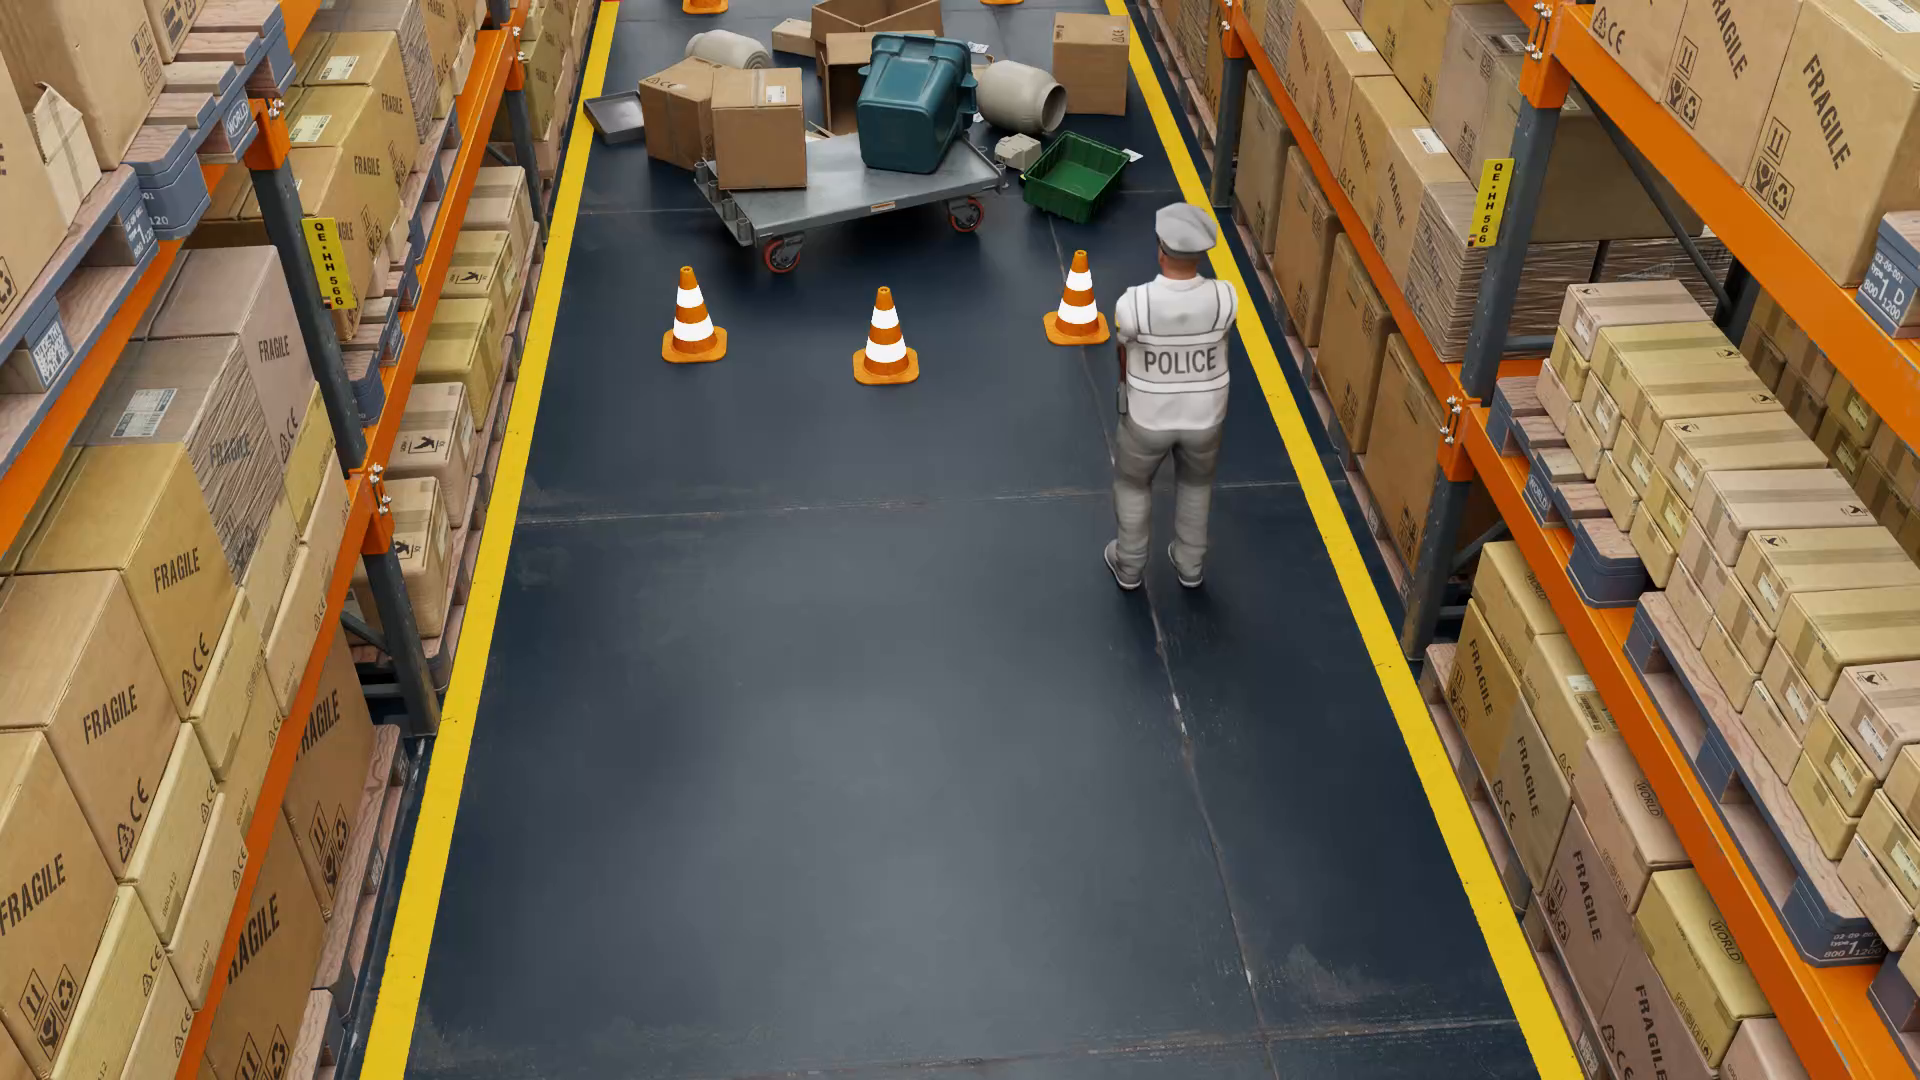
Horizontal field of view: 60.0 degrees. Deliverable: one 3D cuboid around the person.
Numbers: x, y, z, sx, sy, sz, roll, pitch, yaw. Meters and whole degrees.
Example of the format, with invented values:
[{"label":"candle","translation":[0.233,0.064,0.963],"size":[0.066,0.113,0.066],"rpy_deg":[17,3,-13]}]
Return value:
[{"label":"person","translation":[0.845,-0.588,6.870],"size":[0.490,1.770,0.574],"rpy_deg":[-4,39,-5]}]
